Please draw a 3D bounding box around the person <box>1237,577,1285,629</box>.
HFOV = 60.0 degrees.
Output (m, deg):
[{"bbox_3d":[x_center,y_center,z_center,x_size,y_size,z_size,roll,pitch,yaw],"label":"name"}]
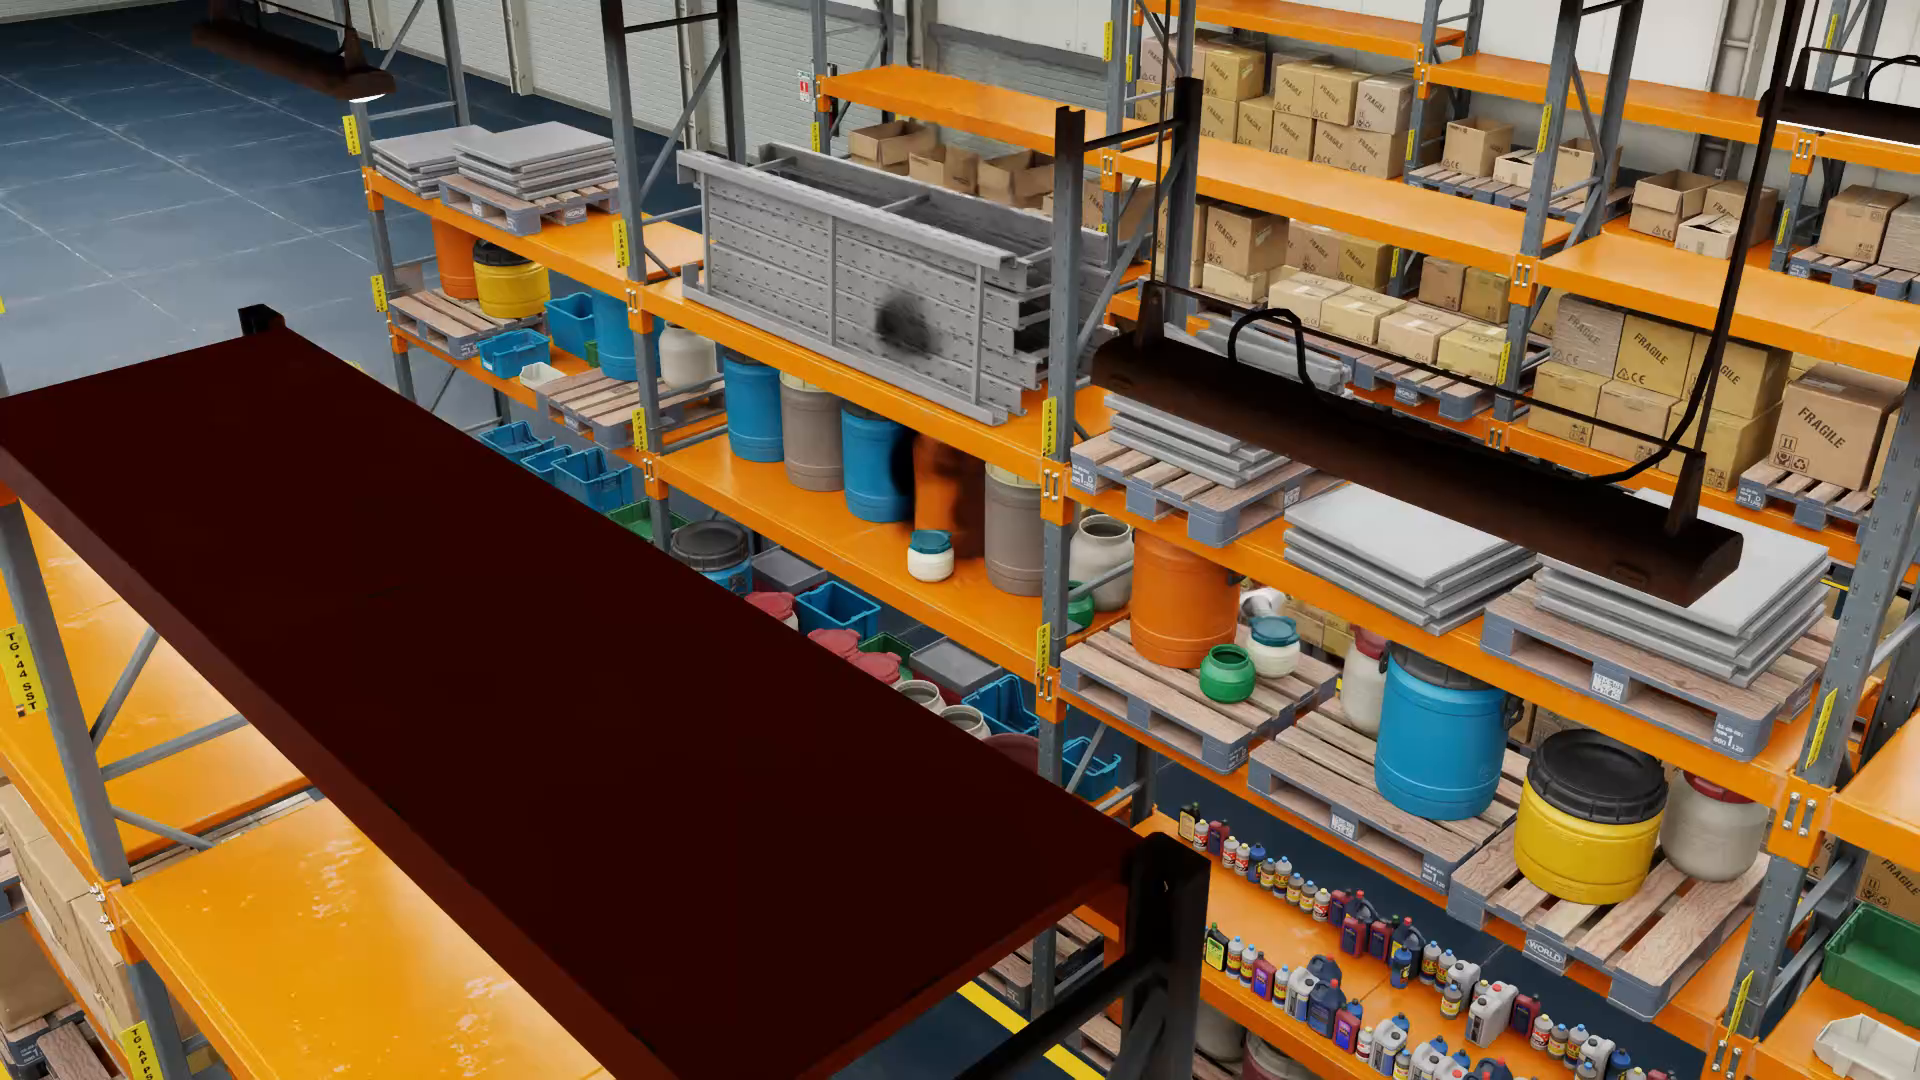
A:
[{"bbox_3d":[2.218,0.891,12.693,0.721,1.867,0.659,20,34,32],"label":"person"}]
